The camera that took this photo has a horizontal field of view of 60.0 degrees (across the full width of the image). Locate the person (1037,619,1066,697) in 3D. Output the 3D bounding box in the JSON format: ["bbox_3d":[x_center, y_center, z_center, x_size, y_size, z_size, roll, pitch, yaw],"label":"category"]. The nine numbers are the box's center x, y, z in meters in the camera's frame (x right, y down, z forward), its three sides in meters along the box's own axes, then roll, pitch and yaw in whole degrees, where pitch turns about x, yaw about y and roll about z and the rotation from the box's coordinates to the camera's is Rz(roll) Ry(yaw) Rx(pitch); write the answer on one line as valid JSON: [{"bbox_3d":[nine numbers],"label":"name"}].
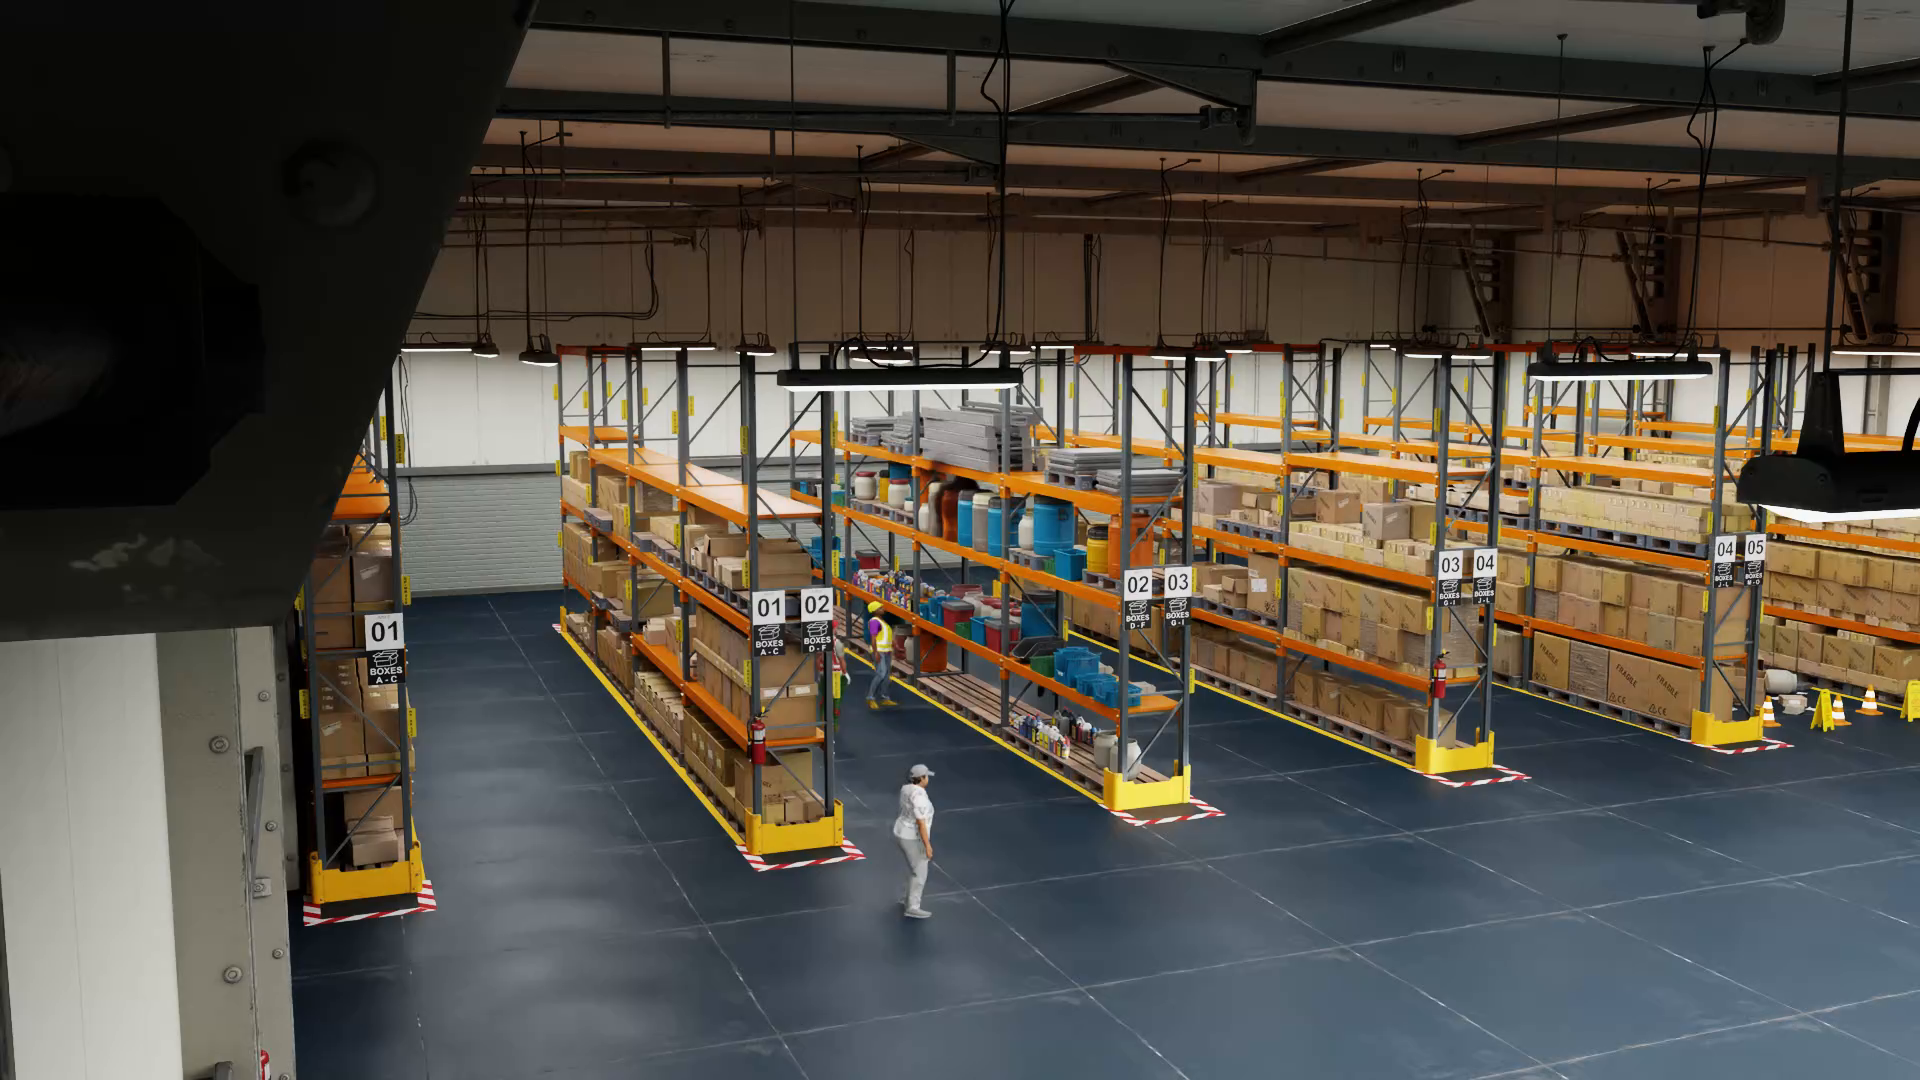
[{"bbox_3d":[1.511,1.835,28.260,0.583,1.696,0.704,2,8,17],"label":"person"}]

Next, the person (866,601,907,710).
[{"bbox_3d":[-1.276,1.902,27.658,0.599,1.737,0.697,3,8,22],"label":"person"}]

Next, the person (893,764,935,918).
[{"bbox_3d":[-0.475,3.271,18.000,0.447,1.715,0.596,-2,8,-19],"label":"person"}]

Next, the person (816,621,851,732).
[{"bbox_3d":[-1.987,2.099,25.833,0.568,1.776,0.497,2,8,15],"label":"person"}]
